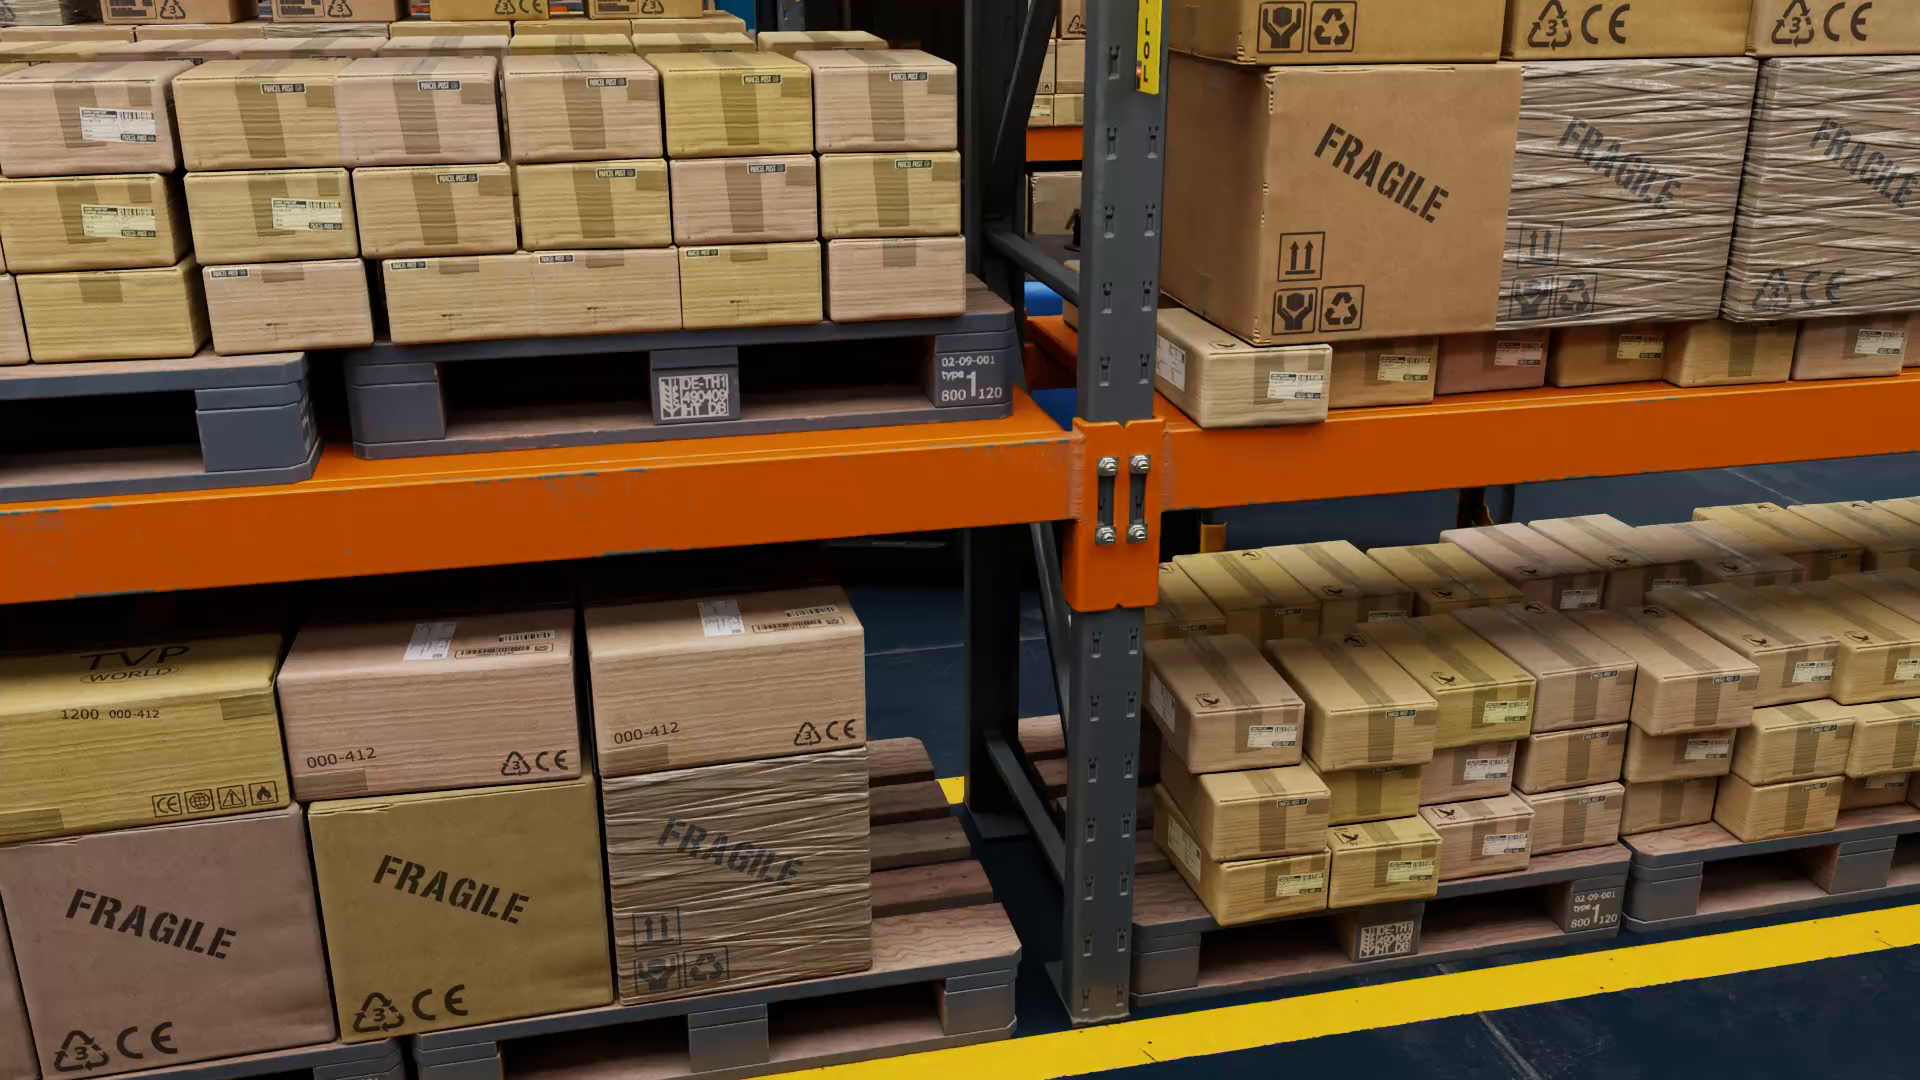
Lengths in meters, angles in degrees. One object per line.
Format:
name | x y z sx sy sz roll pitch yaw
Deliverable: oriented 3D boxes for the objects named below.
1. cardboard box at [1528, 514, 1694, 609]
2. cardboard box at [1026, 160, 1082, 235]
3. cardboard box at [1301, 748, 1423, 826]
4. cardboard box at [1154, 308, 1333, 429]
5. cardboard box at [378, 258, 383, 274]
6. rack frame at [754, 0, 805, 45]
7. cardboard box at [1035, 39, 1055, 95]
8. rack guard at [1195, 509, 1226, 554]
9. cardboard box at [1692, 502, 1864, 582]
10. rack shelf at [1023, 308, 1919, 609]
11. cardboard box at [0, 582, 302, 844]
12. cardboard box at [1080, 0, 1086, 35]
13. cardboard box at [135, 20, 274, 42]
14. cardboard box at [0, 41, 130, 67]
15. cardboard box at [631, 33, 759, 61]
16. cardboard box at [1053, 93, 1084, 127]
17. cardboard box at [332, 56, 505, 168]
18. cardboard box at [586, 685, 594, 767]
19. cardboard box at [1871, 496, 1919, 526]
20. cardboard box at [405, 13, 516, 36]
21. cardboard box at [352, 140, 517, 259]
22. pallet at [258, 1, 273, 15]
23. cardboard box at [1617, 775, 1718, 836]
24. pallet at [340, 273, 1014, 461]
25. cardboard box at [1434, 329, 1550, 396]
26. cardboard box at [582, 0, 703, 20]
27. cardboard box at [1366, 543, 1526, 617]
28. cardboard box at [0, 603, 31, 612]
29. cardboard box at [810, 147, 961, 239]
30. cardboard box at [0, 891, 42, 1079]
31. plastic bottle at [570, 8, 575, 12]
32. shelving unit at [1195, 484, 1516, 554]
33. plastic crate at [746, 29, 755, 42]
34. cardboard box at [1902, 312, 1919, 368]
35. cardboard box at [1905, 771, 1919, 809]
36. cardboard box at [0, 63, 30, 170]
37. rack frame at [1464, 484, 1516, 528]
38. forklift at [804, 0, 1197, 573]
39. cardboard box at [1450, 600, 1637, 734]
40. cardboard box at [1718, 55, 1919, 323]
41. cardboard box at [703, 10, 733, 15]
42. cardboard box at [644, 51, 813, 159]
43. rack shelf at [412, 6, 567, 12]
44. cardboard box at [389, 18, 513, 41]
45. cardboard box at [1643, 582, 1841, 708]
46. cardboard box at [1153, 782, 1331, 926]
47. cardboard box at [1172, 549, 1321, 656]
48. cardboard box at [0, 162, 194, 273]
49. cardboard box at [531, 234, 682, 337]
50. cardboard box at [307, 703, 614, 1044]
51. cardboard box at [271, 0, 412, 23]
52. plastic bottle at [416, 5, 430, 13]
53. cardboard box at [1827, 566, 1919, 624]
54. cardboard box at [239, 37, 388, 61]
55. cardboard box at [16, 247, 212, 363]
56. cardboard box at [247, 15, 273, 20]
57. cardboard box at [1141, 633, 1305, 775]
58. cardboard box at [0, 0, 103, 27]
cardboard box | 1.723 0.068 4.436 0.250 0.149 0.380 -5 21 -14
cardboard box | 0.678 -1.515 8.568 0.875 0.875 0.875 -5 21 -12
cardboard box | 0.836 0.479 3.746 0.250 0.149 0.380 -5 21 -12
cardboard box | 0.535 -0.346 3.262 0.250 0.149 0.380 -4 20 -10
cardboard box | -1.310 -0.671 3.539 0.250 0.149 0.380 -6 21 -15
rack frame | -0.859 -2.219 8.011 0.127 3.000 1.000 -5 21 -12
cardboard box | 0.144 -2.275 7.951 0.500 0.250 0.500 -5 21 -13
rack guard | 0.894 -0.032 6.039 0.087 0.250 0.587 1 20 3
cardboard box | 2.213 0.033 4.532 0.250 0.149 0.380 -4 21 -12
rack shelf | 2.130 -0.371 4.013 4.000 0.370 1.077 -5 21 -12
cardboard box | -1.497 0.300 3.068 0.500 0.250 0.500 -6 21 -15
cardboard box | 0.579 -1.335 3.565 0.500 0.500 0.500 -5 21 -14
cardboard box | -3.217 -1.980 7.213 0.500 0.500 0.500 -5 21 -13
cardboard box | -1.825 -0.907 3.319 0.250 0.149 0.380 -4 20 -11
cardboard box | -0.575 -1.008 3.595 0.250 0.149 0.380 -4 21 -11
cardboard box | 0.522 -2.097 8.042 0.250 0.149 0.380 -5 21 -13
cardboard box | -0.930 -0.750 2.891 0.250 0.149 0.380 -5 21 -13
cardboard box | -1.110 0.438 3.781 0.500 0.500 0.500 -4 20 -10
cardboard box | 2.751 0.009 4.598 0.250 0.149 0.380 -6 21 -15
cardboard box | -2.340 -2.234 7.906 0.500 0.500 0.500 -5 21 -14
cardboard box | -0.921 -0.609 2.938 0.250 0.149 0.380 -5 21 -14
pallet | -6.384 -5.206 16.443 1.003 0.211 1.213 -5 21 -12
cardboard box | 1.591 0.542 4.009 0.250 0.149 0.380 -6 21 -15
pallet | -0.593 -0.449 3.458 1.213 0.211 1.003 -5 21 -12
cardboard box | 1.017 -0.430 3.492 0.250 0.149 0.380 -6 21 -15
cardboard box | -1.479 -2.684 7.676 0.637 0.503 0.797 -5 21 -14
cardboard box | 1.221 0.146 4.224 0.250 0.149 0.380 -4 20 -11
cardboard box | -2.116 0.170 3.423 0.500 0.250 0.500 -4 21 -11
cardboard box | -0.158 -0.672 3.110 0.250 0.149 0.380 -4 20 -11
cardboard box | -1.975 0.689 3.097 0.500 0.500 0.500 -5 21 -14
plastic bottle | -2.818 -3.671 12.048 0.185 0.351 0.144 -5 21 -12
shelving unit | 1.391 -0.608 5.794 1.083 1.500 0.587 1 20 3
plastic crate | -1.513 -3.770 12.542 0.243 0.136 0.396 -5 21 -12
cardboard box | 2.056 -0.503 3.692 0.250 0.149 0.380 -4 20 -10
cardboard box | 2.367 0.512 4.090 0.250 0.149 0.380 -4 21 -11
cardboard box | -1.692 -0.687 2.720 0.250 0.149 0.380 -5 21 -13
rack frame | 1.890 -0.597 5.765 0.032 1.500 0.500 1 20 3
forklift | -0.655 -1.406 5.890 3.031 2.935 1.130 1 20 3
cardboard box | 1.332 0.287 3.840 0.250 0.149 0.380 -5 21 -14
cardboard box | 1.702 -0.762 3.455 0.500 0.500 0.500 -5 21 -14
cardboard box | -1.364 -2.313 8.123 0.500 0.500 0.500 -5 21 -12
cardboard box | -0.423 -0.791 3.002 0.250 0.149 0.380 -5 21 -14
rack shelf | -6.225 -6.697 21.282 4.000 0.370 1.077 -5 21 -12
cardboard box | -2.241 -2.057 7.423 0.500 0.500 0.500 -5 21 -13
cardboard box | 1.845 0.245 3.955 0.250 0.149 0.380 -6 21 -15
cardboard box | 0.612 0.670 3.660 0.250 0.149 0.380 -6 21 -15
cardboard box | 0.710 0.163 4.179 0.250 0.149 0.380 -4 21 -12
cardboard box | -1.440 -0.566 2.822 0.250 0.149 0.380 -5 21 -12
cardboard box | -0.652 -0.492 3.052 0.250 0.149 0.380 -5 21 -13
cardboard box | -0.977 0.609 3.314 0.500 0.500 0.500 -5 21 -14
cardboard box | -2.750 -2.579 7.389 0.637 0.503 0.797 -4 20 -11
plastic bottle | -4.009 -3.826 12.471 0.185 0.351 0.144 -5 21 -12
cardboard box | 2.342 0.208 4.055 0.250 0.149 0.380 -5 21 -14
cardboard box | -1.317 -0.949 3.434 0.250 0.149 0.380 -5 21 -13
cardboard box | -1.424 -0.428 2.877 0.250 0.149 0.380 -4 20 -10
cardboard box | -3.337 -2.151 7.680 0.500 0.500 0.500 -5 21 -14
cardboard box | 0.567 0.354 3.658 0.250 0.149 0.380 -4 20 -10
cardboard box | -4.036 -2.473 7.100 0.637 0.503 0.797 -4 20 -11
